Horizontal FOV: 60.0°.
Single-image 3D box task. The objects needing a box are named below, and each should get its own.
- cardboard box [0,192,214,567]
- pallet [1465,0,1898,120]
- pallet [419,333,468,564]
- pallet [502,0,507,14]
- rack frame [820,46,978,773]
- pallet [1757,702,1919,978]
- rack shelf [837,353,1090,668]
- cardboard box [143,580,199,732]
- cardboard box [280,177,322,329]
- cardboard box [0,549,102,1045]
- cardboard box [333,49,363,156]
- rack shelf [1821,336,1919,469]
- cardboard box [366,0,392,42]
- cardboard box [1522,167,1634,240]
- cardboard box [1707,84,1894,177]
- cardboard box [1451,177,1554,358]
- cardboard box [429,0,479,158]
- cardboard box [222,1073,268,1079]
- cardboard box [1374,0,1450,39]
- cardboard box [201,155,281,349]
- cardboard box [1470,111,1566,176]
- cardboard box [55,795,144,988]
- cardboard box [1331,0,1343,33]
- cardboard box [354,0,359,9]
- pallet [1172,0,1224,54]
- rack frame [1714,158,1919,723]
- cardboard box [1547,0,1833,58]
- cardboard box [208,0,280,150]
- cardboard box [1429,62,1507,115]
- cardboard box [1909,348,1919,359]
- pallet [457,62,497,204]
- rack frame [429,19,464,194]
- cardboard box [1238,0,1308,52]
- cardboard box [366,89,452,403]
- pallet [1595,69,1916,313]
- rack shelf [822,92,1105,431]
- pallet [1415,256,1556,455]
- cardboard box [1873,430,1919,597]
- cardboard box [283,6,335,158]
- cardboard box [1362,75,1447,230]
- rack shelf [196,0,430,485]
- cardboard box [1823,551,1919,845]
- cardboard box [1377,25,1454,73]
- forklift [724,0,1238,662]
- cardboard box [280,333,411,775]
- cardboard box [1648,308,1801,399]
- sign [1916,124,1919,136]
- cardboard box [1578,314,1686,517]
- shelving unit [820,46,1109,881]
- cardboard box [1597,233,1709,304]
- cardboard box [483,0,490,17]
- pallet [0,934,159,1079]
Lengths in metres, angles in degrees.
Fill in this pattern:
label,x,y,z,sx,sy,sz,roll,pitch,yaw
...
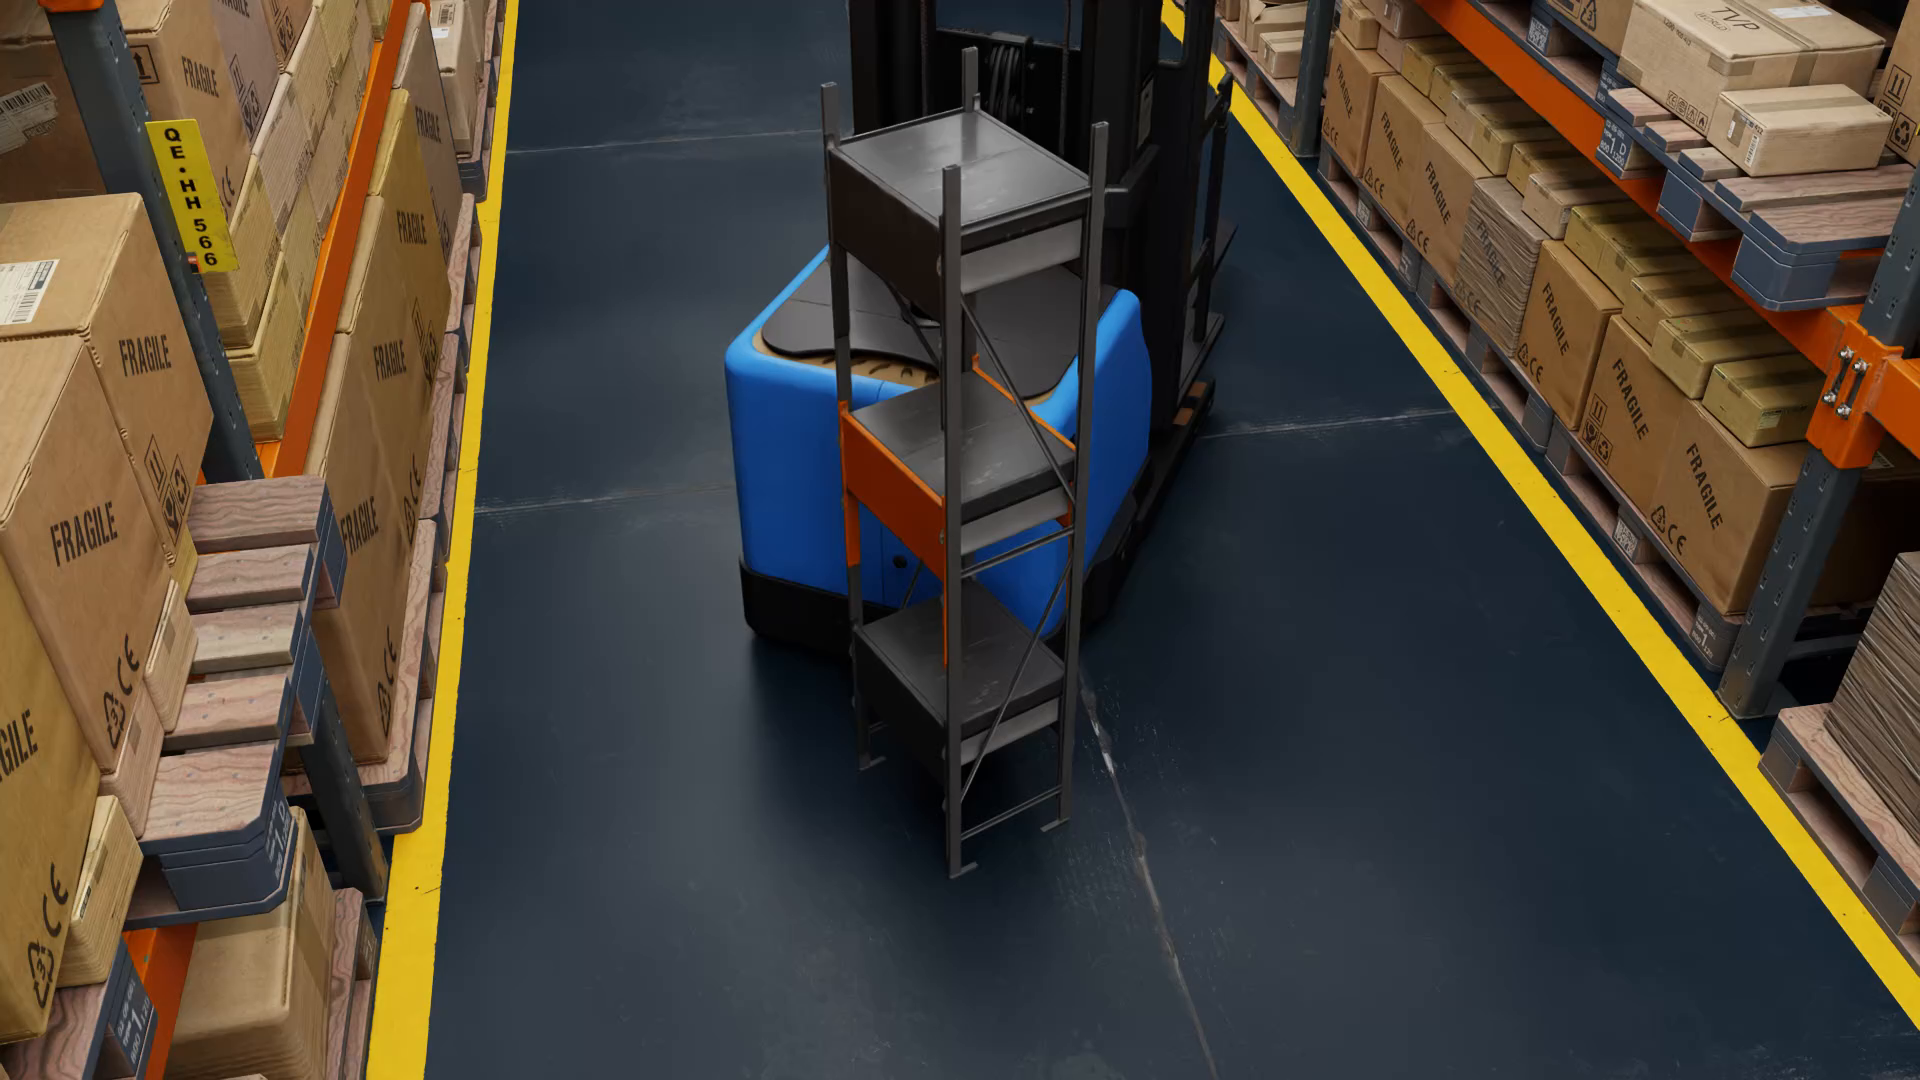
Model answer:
label,x,y,z,sx,sy,sz,roll,pitch,yaw
cardboard box,-1.701,-0.265,2.980,0.500,0.500,0.500,-7,38,-9
pallet,2.486,-1.821,5.806,1.003,0.211,1.213,-6,38,-8
pallet,-2.329,-0.305,5.971,1.003,0.211,1.213,-6,38,-8
pallet,-3.240,-3.443,10.010,1.003,0.211,1.213,-6,38,-8
rack frame,-0.130,-0.218,4.319,0.400,2.100,0.015,-22,43,-26
pallet,2.938,0.880,4.446,1.003,0.211,1.213,-6,38,-8
rack shelf,0.004,-0.082,4.166,0.431,0.518,0.480,-22,43,-26
cardboard box,-1.559,0.221,2.883,0.380,0.149,0.250,-7,38,-8
cardboard box,-2.000,-0.758,4.403,0.500,0.250,0.500,-7,38,-9
cardboard box,-1.510,0.351,2.187,0.500,0.500,0.500,-9,39,-11
cardboard box,-2.176,-1.374,5.195,0.500,0.250,0.500,-6,38,-8
rack shelf,3.182,0.769,2.901,1.077,0.370,4.000,-6,38,-8
cardboard box,-2.341,-1.992,5.991,0.500,0.250,0.500,-7,38,-9
cardboard box,2.291,-1.233,6.058,0.380,0.149,0.250,-8,39,-10
cardboard box,2.339,-1.145,4.641,0.380,0.149,0.250,-6,38,-7
cardboard box,2.265,-1.065,6.371,0.500,0.500,0.500,-8,38,-10
cardboard box,-2.760,-2.148,7.815,0.875,0.438,0.875,-7,38,-9
cardboard box,-1.828,1.472,3.210,0.950,0.372,0.625,-7,38,-9
cardboard box,2.024,-2.294,7.182,0.380,0.149,0.250,-8,39,-10
cardboard box,-1.900,-0.658,3.866,0.500,0.250,0.500,-6,38,-8
cardboard box,2.222,-1.547,6.462,0.380,0.149,0.250,-5,38,-6
cardboard box,-1.460,0.538,2.474,0.380,0.149,0.250,-6,38,-7
cardboard box,2.247,-2.667,8.588,0.500,0.311,0.500,-5,38,-6
cardboard box,-2.247,-1.888,5.449,0.500,0.250,0.500,-5,38,-7
pallet,1.794,-3.191,9.686,1.003,0.211,1.213,-6,38,-8
rack frame,2.832,-0.723,4.236,1.000,3.000,0.127,-6,38,-8
cardboard box,2.363,-1.896,5.318,0.797,0.503,0.637,-7,38,-9
cardboard box,-1.997,-1.244,4.010,0.500,0.500,0.500,-6,38,-8
cardboard box,2.174,-1.852,6.855,0.380,0.149,0.250,-7,38,-9
cardboard box,3.047,-0.506,5.123,0.380,0.149,0.250,-4,38,-6
pallet,-2.812,-1.969,8.113,1.003,0.211,1.213,-6,38,-8
rack frame,-2.756,-2.603,6.655,1.000,3.000,0.127,-6,38,-8
cardboard box,1.681,-2.746,8.725,0.396,0.266,0.258,-5,38,-6
cardboard box,-2.402,-1.019,6.006,0.875,0.875,0.875,-5,38,-7
pallet,2.644,-1.049,4.812,1.213,0.211,1.003,-6,38,-8
rack shelf,0.003,-0.635,3.736,0.431,0.518,0.480,-22,43,-26
pallet,2.528,-0.812,6.623,1.003,0.211,1.213,-6,38,-8
cardboard box,3.034,-0.186,5.240,0.500,0.500,0.500,-5,38,-6
cardboard box,-2.065,-1.272,4.657,0.500,0.250,0.500,-6,38,-8
cardboard box,2.097,-1.681,7.164,0.500,0.500,0.500,-7,38,-9
rack shelf,-2.405,-1.111,5.321,1.077,0.370,4.000,-6,38,-8
cardboard box,2.928,0.427,4.348,0.875,0.625,0.625,-5,38,-7
cardboard box,2.056,-2.170,7.264,0.380,0.149,0.250,-7,38,-9
forklift,0.324,-1.572,5.384,1.130,2.935,3.031,14,40,17
cardboard box,-2.094,0.060,4.617,0.875,0.875,0.875,-7,38,-8
cardboard box,2.417,-0.590,5.231,0.380,0.149,0.250,-8,39,-10
sign,2.299,-1.085,3.822,0.100,0.325,0.005,-6,38,-8
cardboard box,2.469,-0.437,5.563,0.500,0.500,0.500,-7,38,-9
shelving unit,0.004,-0.093,4.157,0.431,2.100,0.503,-22,43,-26
cardboard box,2.413,-0.919,5.654,0.380,0.149,0.250,-5,38,-7
cardboard box,-3.074,-3.233,9.213,0.875,0.438,0.875,-5,38,-7
pallet,-1.667,1.080,2.071,1.003,0.211,1.213,-6,38,-8
